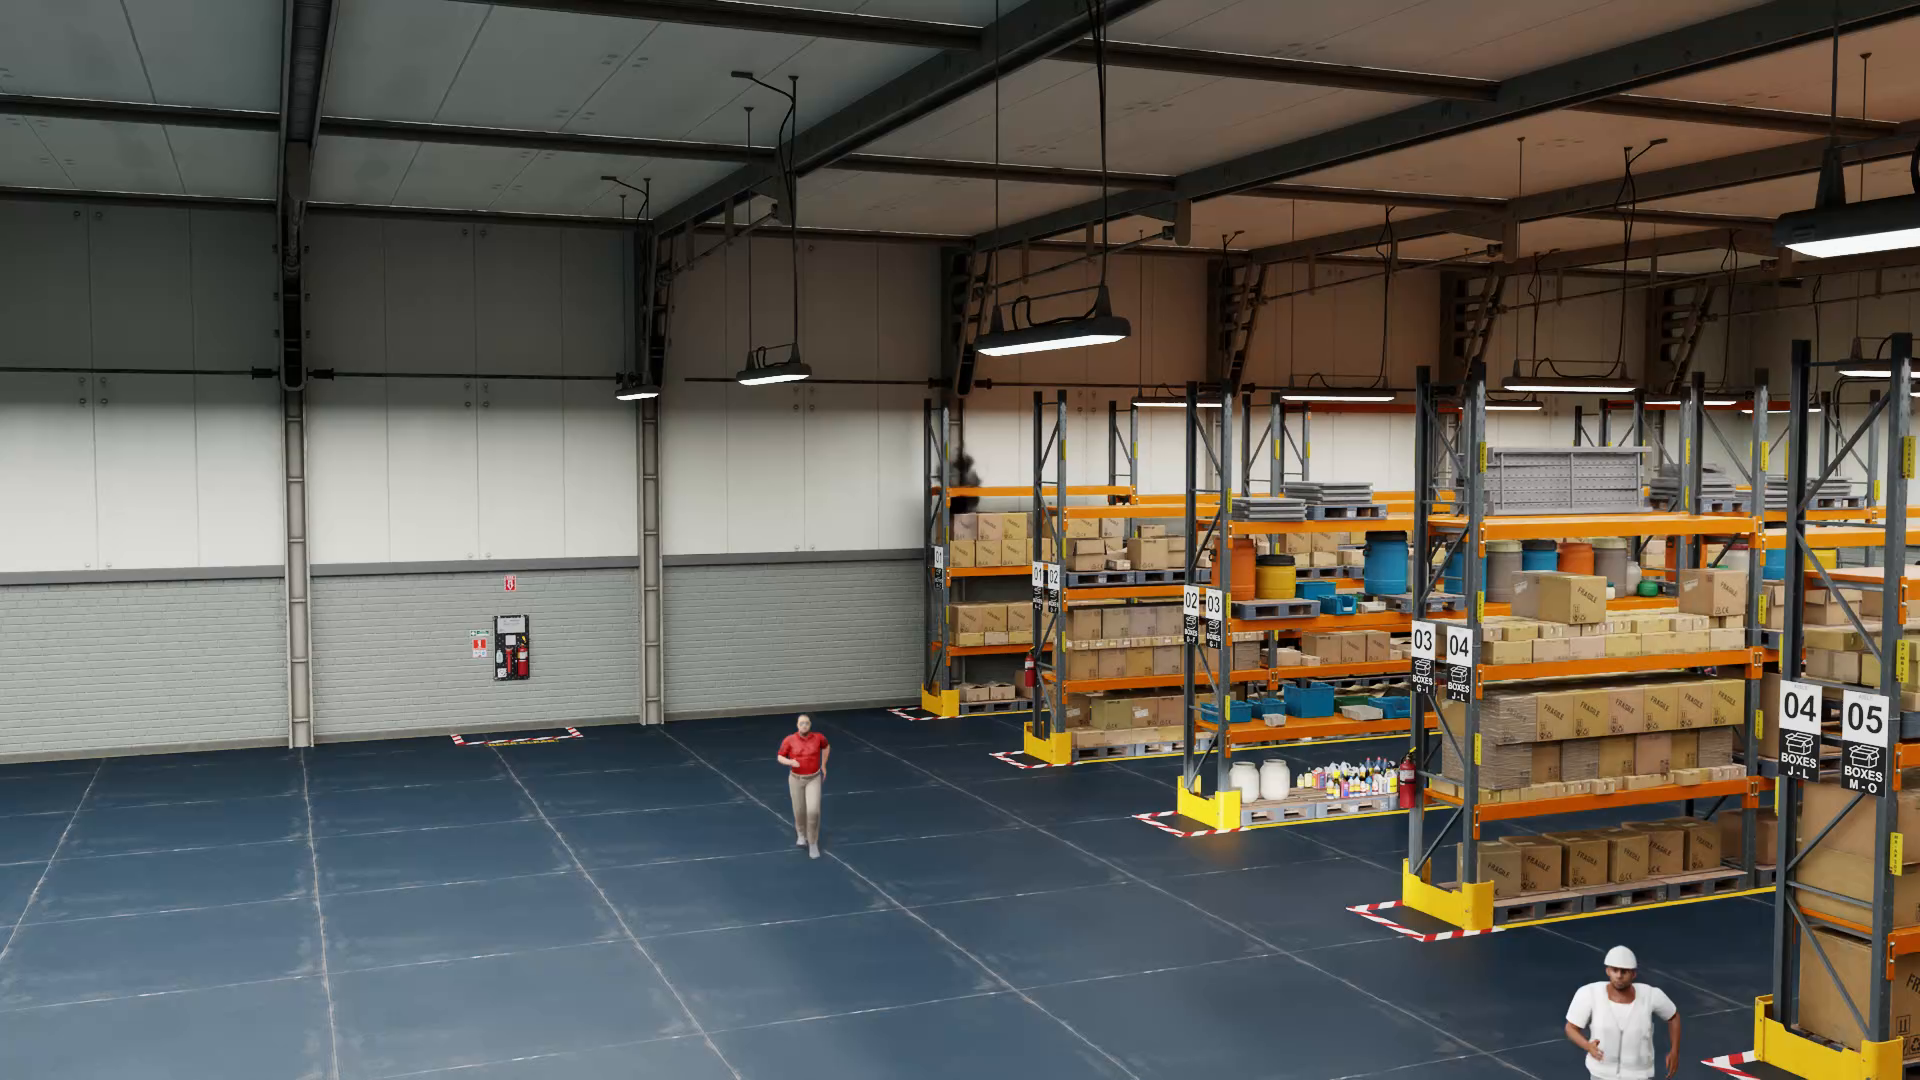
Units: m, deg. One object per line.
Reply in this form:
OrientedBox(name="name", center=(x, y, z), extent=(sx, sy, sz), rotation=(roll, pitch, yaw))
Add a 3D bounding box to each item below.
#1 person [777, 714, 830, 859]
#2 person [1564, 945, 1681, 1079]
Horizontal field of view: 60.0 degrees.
OrientedBox(name="person", center=(-1.966, 3.081, 20.906), extent=(0.647, 1.795, 0.795), rotation=(0, 3, -2))
OrientedBox(name="person", center=(4.448, 3.635, 11.194), extent=(0.719, 1.846, 0.763), rotation=(2, 4, 25))
